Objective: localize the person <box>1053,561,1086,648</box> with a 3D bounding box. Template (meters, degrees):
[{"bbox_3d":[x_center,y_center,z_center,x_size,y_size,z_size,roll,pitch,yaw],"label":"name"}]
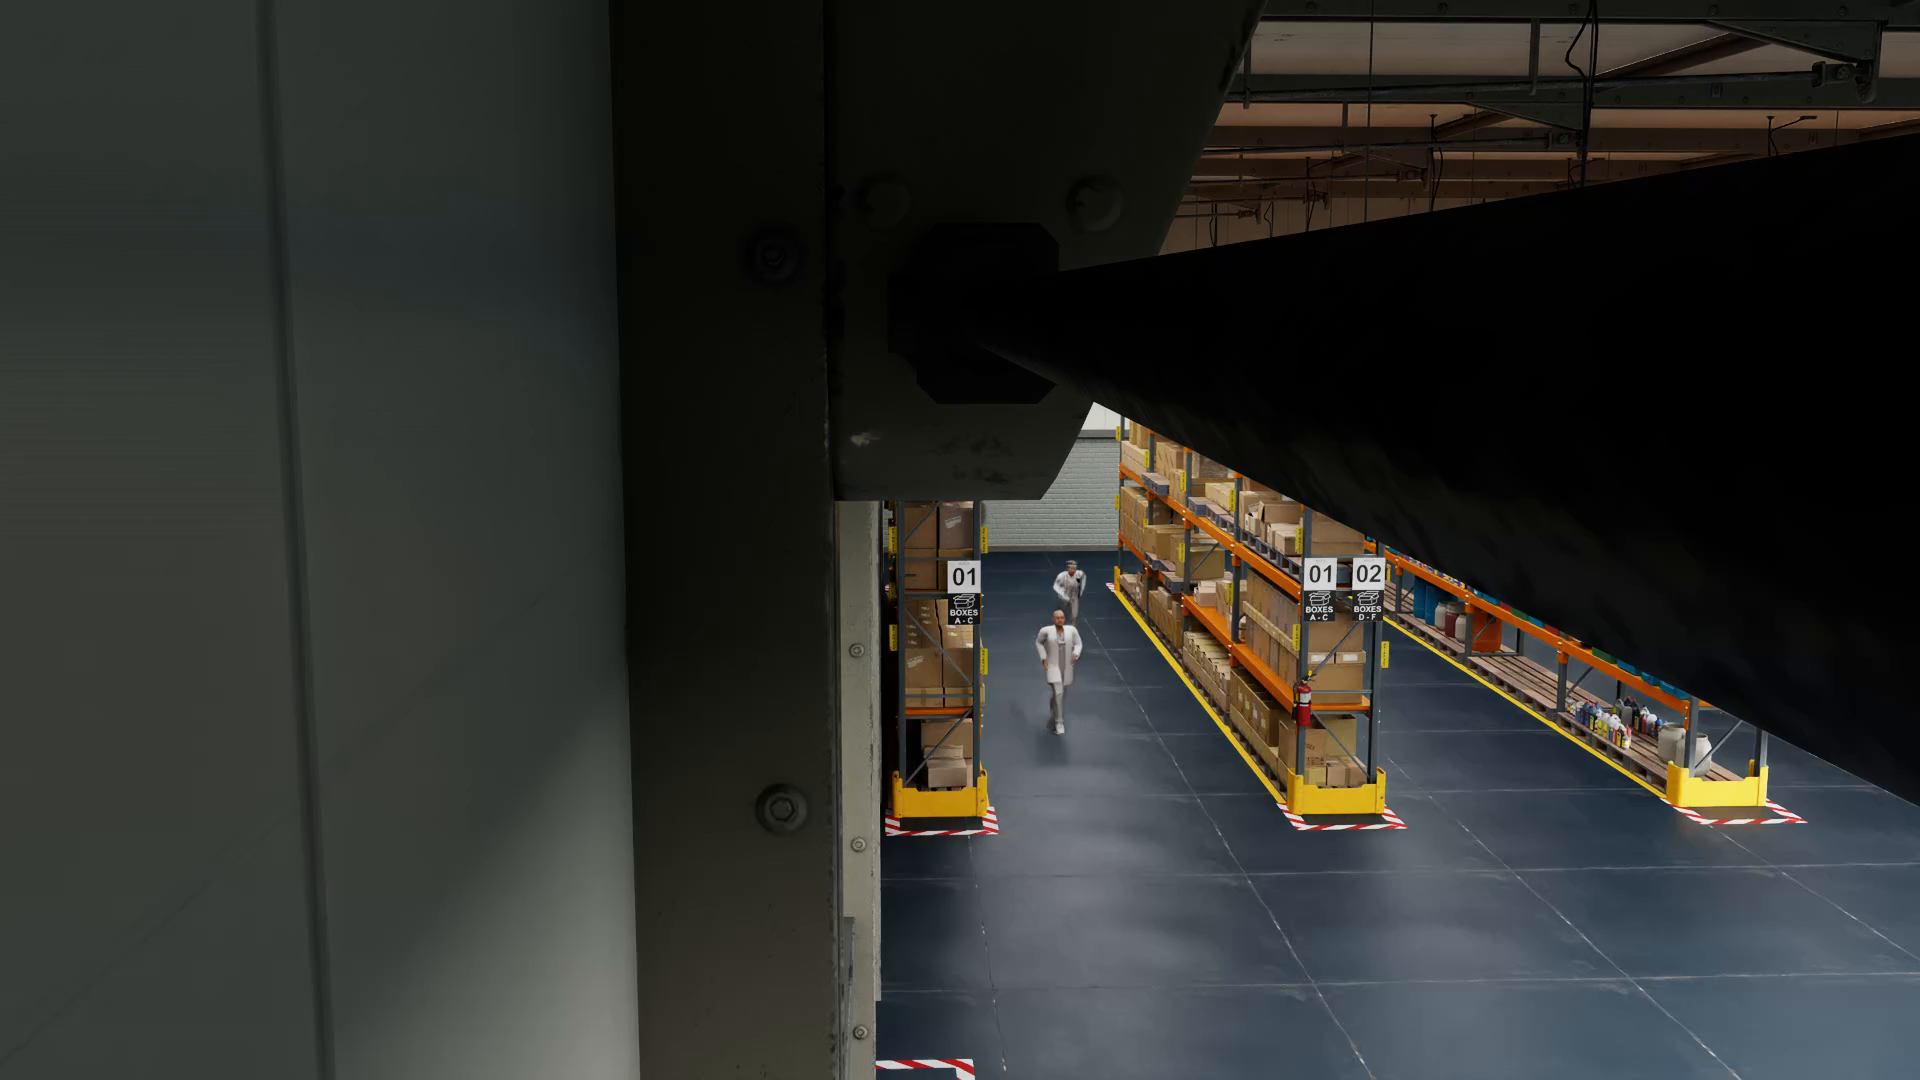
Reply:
[{"bbox_3d":[2.002,1.129,30.846,0.654,1.632,0.982,-2,8,-14],"label":"person"}]

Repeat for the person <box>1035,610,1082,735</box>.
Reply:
[{"bbox_3d":[1.470,1.907,24.714,0.691,1.801,0.953,-2,8,-11],"label":"person"}]

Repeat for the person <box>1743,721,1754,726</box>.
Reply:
[{"bbox_3d":[11.919,1.929,24.867,0.663,1.688,0.705,-3,9,-21],"label":"person"}]
